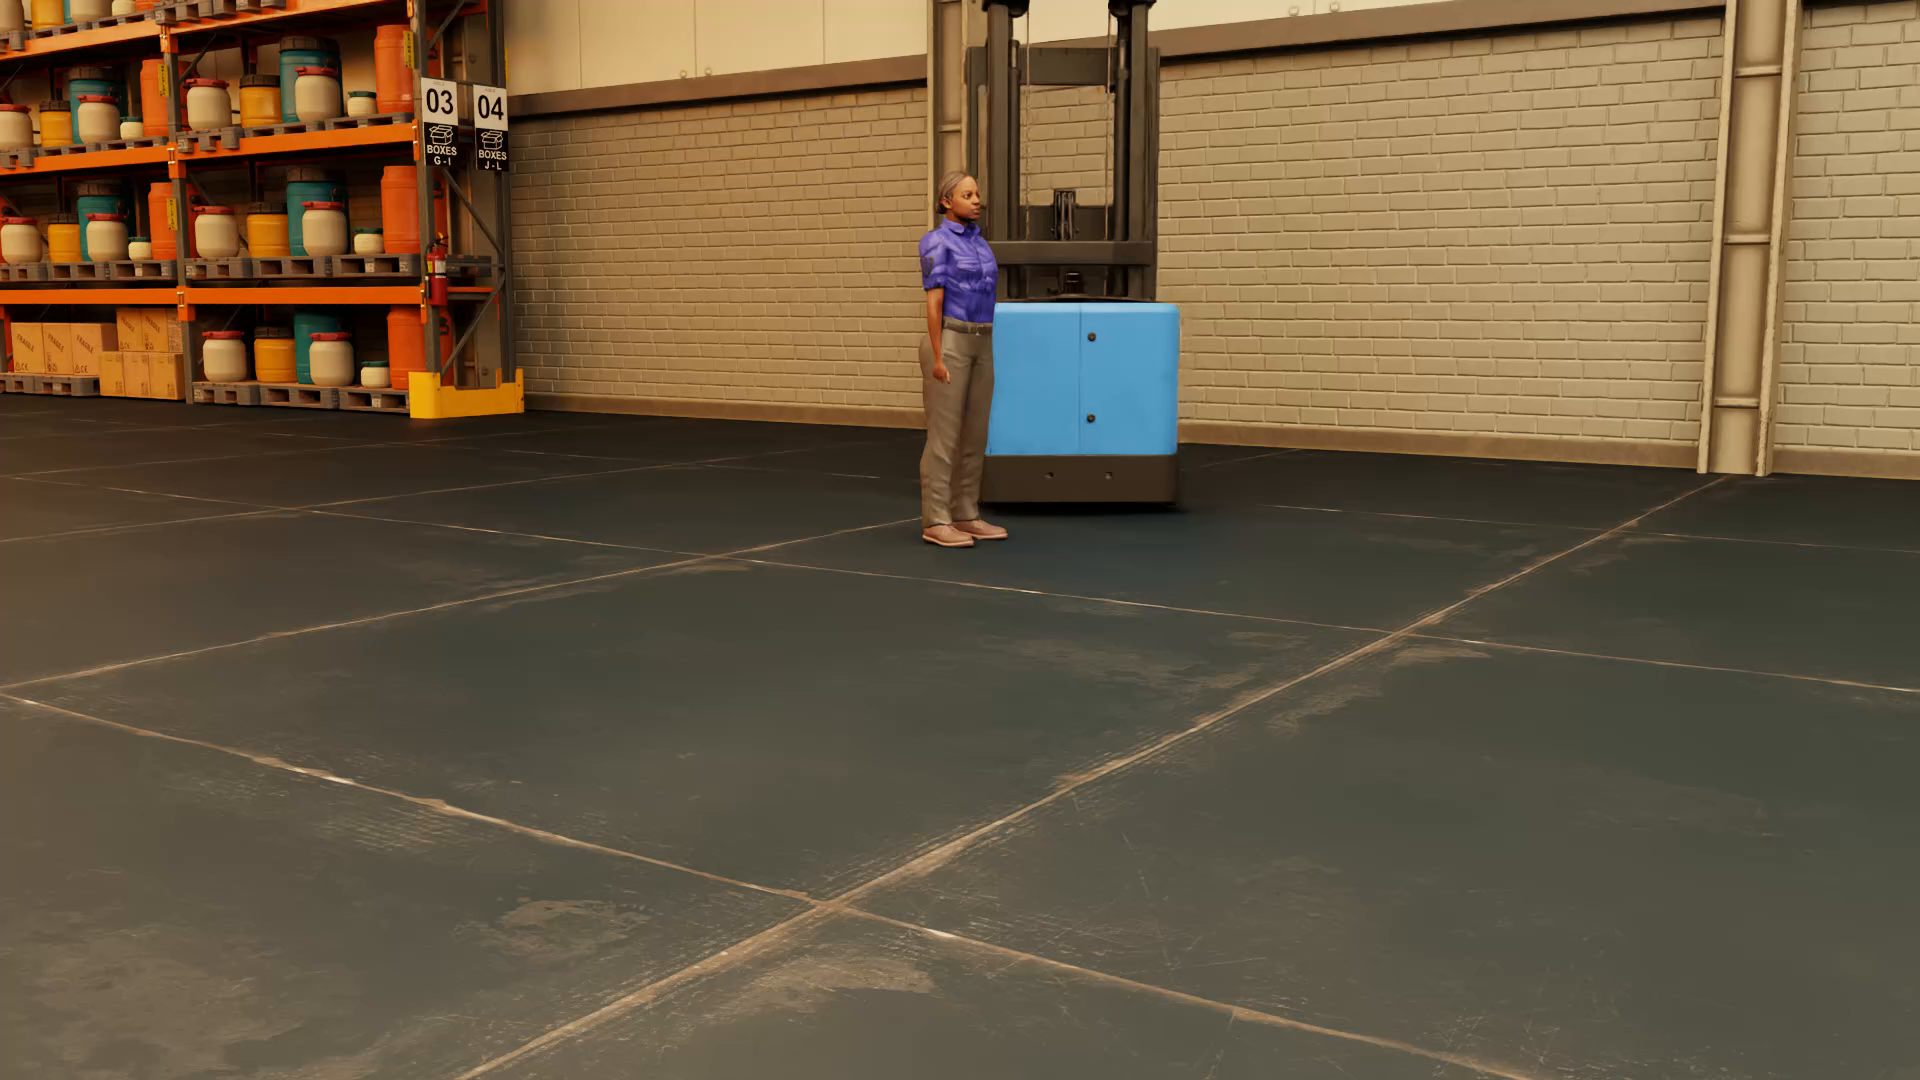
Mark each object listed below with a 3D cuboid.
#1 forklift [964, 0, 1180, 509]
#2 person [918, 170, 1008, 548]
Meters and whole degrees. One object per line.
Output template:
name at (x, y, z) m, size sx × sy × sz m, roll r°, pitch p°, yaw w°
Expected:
forklift at (0.575, -1.784, 9.739) m, size 1.130 × 2.935 × 3.031 m, roll 0°, pitch 8°, yaw -1°
person at (0.011, -0.816, 7.475) m, size 0.335 × 1.660 × 0.451 m, roll 5°, pitch 10°, yaw 34°
